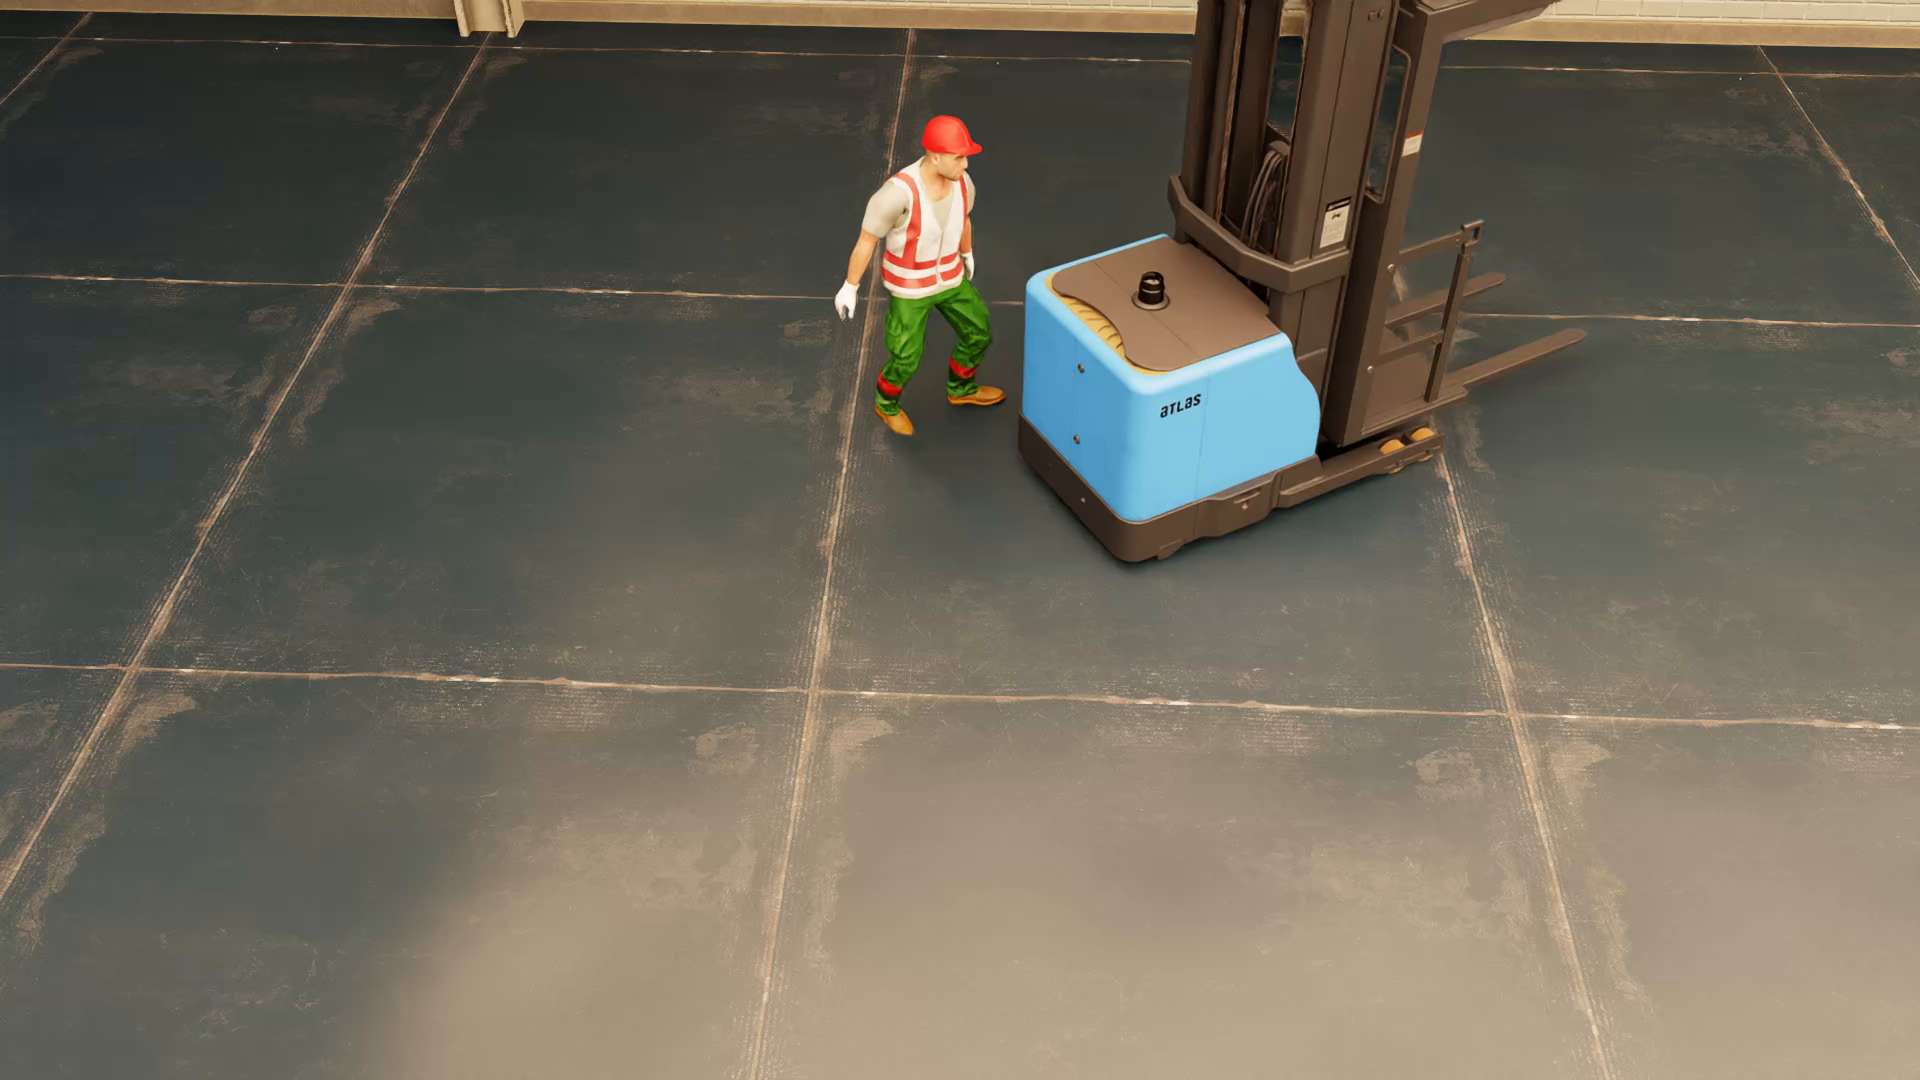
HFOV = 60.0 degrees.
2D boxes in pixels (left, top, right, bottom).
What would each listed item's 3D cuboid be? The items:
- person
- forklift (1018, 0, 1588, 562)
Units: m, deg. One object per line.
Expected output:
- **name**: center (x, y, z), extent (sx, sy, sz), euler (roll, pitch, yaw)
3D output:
- **person**: center (-0.176, -1.245, 8.019), extent (0.887, 1.750, 0.464), euler (-24, 48, -24)
- **forklift**: center (1.830, -1.706, 7.611), extent (3.031, 2.935, 1.130), euler (-21, 46, -21)
